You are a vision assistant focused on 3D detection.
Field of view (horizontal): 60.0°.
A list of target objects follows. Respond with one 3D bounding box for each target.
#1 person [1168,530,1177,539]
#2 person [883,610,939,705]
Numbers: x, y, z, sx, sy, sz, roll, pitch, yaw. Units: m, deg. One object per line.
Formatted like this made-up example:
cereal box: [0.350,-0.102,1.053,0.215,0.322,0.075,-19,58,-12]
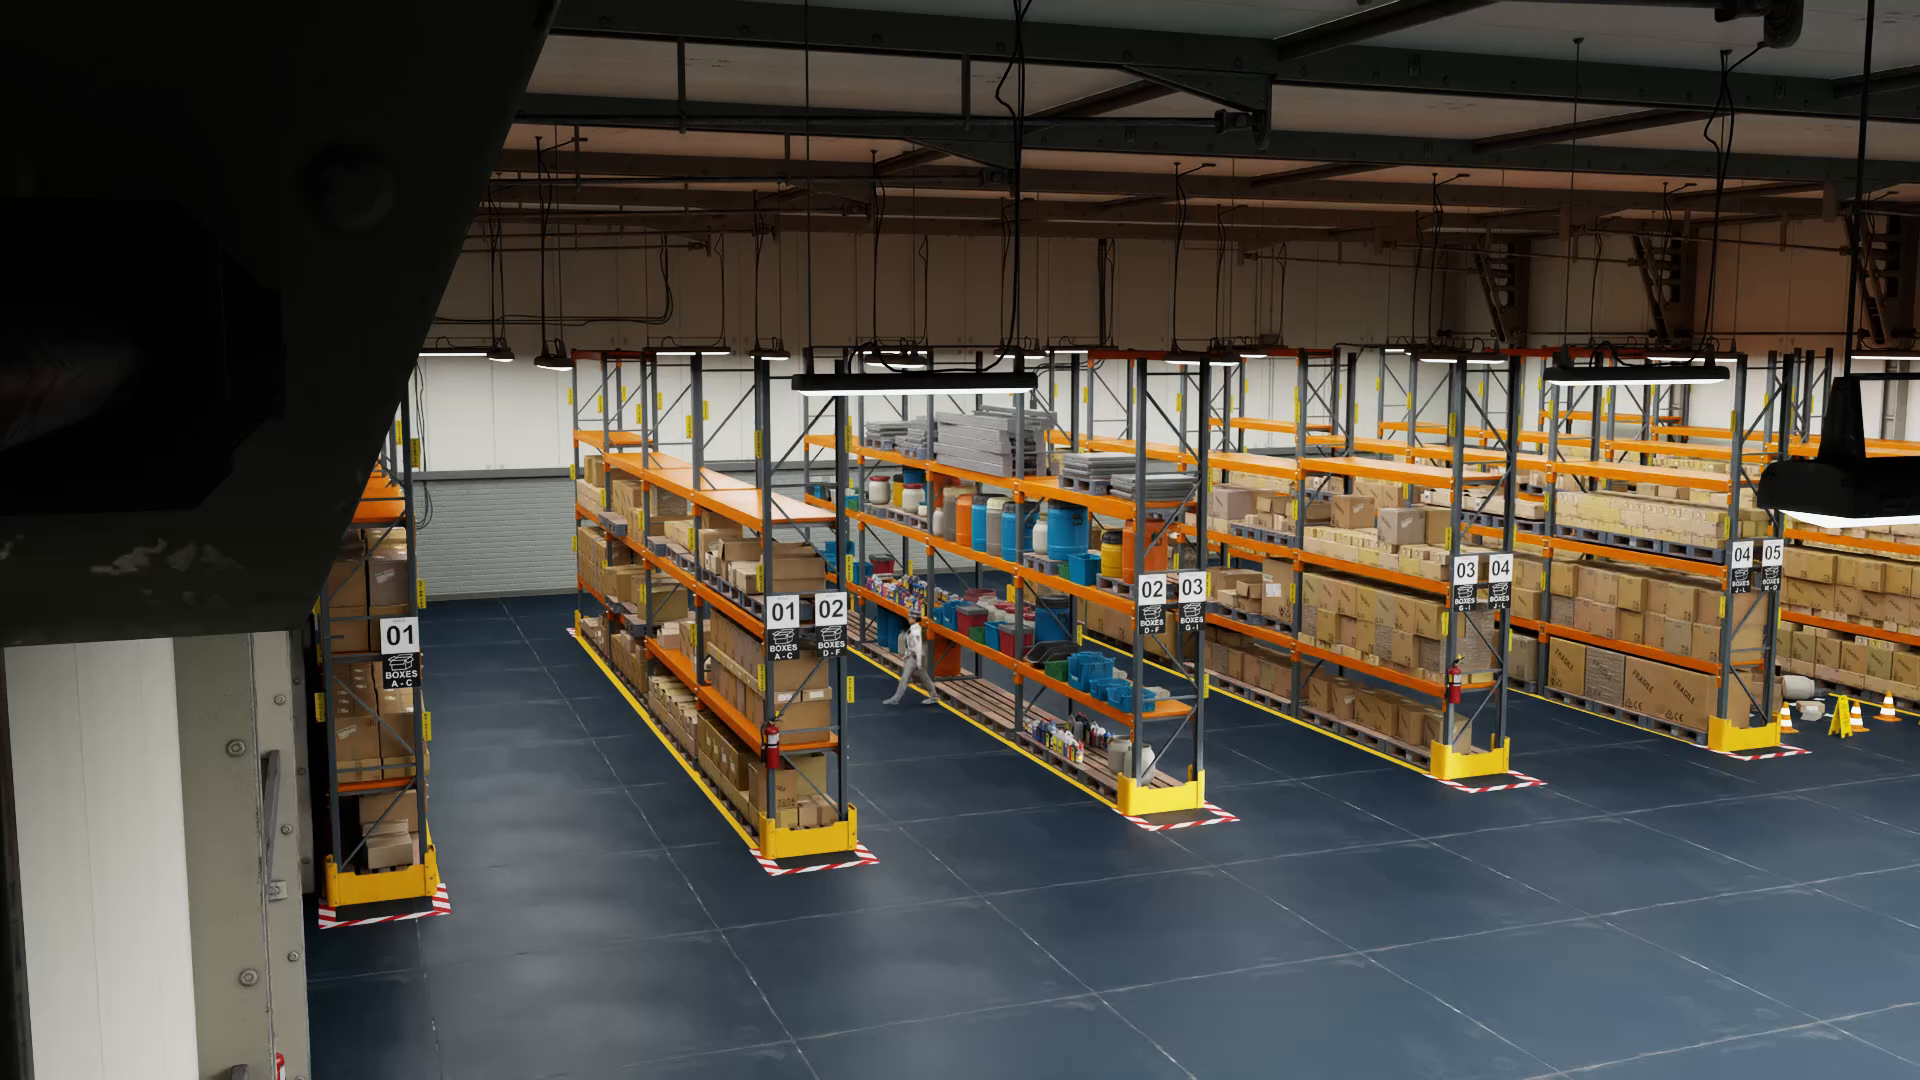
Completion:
person: [5.193,0.405,40.912,1.077,1.709,0.521,-3,8,-25]
person: [-0.835,1.992,28.288,0.925,1.631,0.533,0,7,3]
